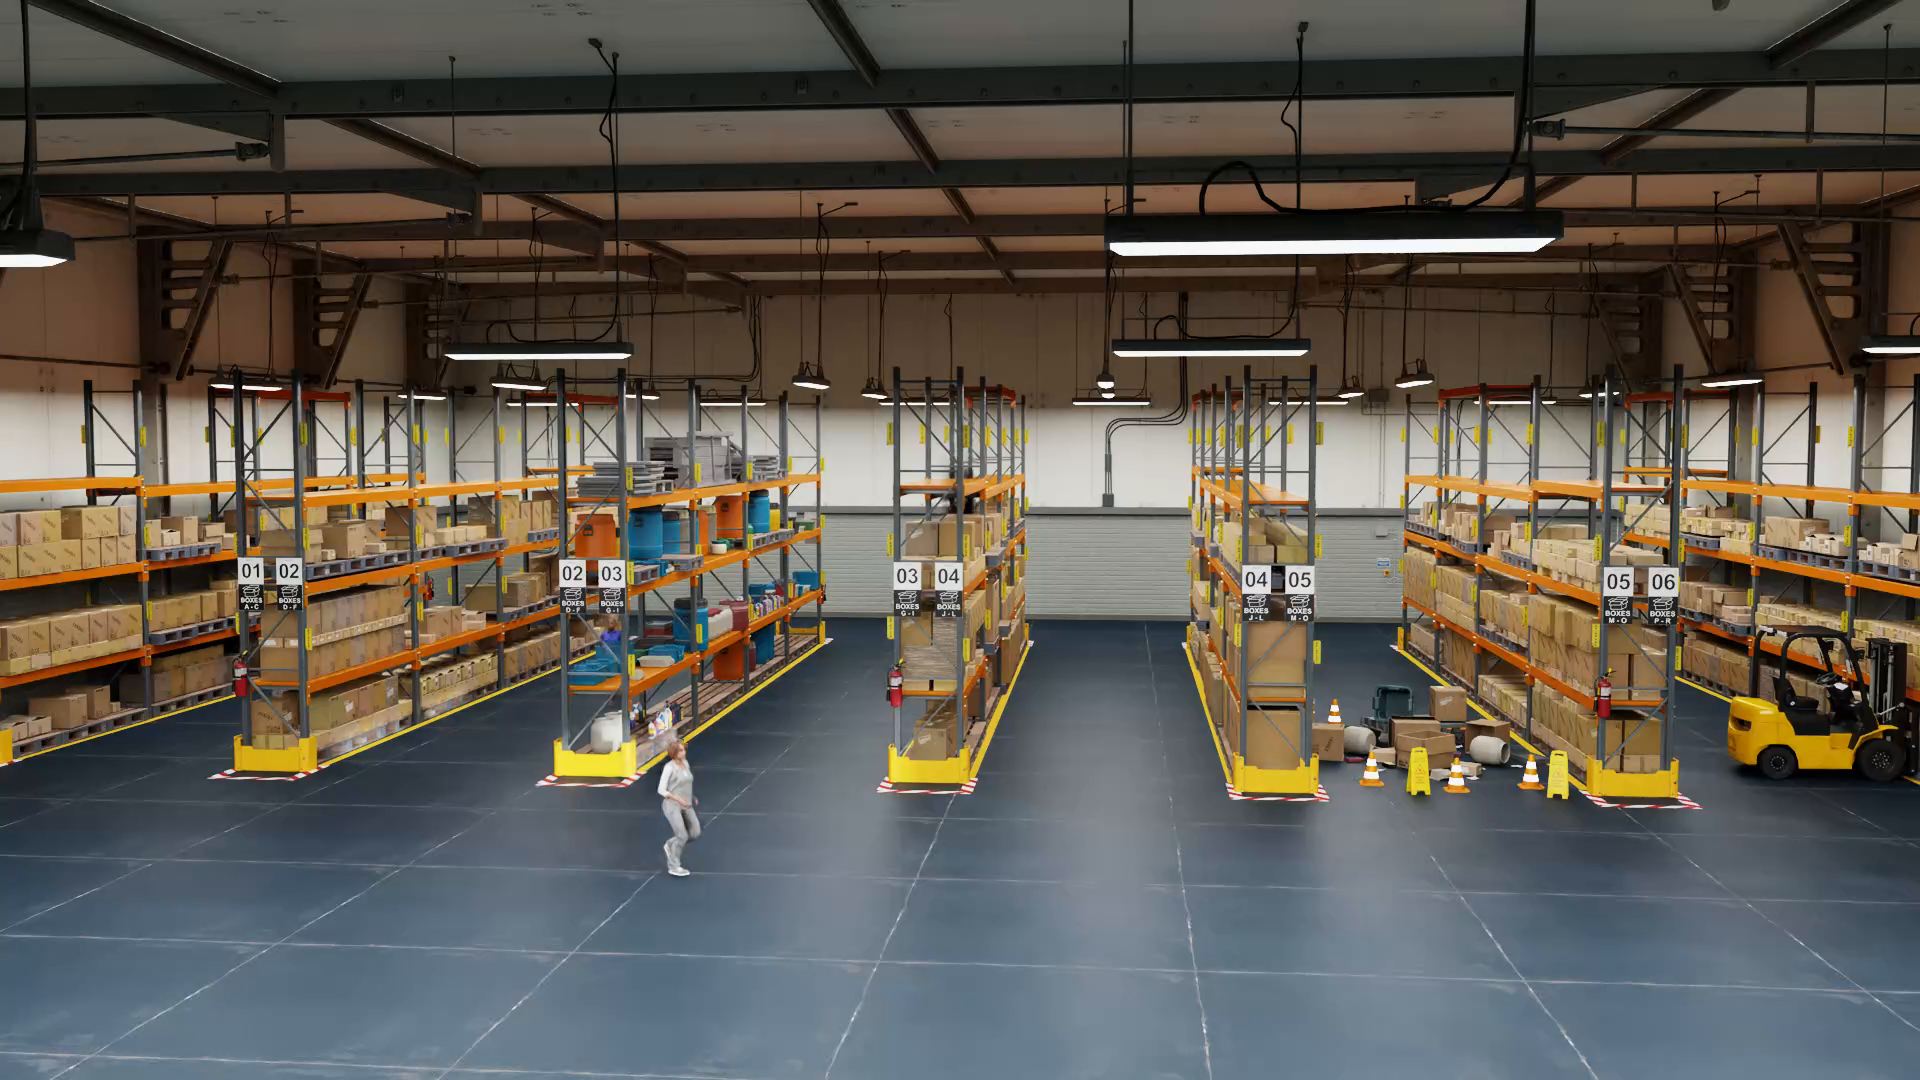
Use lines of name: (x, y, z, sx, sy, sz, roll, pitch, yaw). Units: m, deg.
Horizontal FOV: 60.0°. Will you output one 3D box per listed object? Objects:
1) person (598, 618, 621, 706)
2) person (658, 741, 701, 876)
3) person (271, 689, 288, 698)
person: (-6.516, 2.266, 31.203, 0.578, 1.625, 0.669, 0, 4, 0)
person: (-3.199, 3.048, 18.899, 0.530, 1.554, 0.512, 2, 4, 30)
person: (-11.588, 2.414, 28.307, 0.619, 1.659, 0.535, 0, 4, 7)
